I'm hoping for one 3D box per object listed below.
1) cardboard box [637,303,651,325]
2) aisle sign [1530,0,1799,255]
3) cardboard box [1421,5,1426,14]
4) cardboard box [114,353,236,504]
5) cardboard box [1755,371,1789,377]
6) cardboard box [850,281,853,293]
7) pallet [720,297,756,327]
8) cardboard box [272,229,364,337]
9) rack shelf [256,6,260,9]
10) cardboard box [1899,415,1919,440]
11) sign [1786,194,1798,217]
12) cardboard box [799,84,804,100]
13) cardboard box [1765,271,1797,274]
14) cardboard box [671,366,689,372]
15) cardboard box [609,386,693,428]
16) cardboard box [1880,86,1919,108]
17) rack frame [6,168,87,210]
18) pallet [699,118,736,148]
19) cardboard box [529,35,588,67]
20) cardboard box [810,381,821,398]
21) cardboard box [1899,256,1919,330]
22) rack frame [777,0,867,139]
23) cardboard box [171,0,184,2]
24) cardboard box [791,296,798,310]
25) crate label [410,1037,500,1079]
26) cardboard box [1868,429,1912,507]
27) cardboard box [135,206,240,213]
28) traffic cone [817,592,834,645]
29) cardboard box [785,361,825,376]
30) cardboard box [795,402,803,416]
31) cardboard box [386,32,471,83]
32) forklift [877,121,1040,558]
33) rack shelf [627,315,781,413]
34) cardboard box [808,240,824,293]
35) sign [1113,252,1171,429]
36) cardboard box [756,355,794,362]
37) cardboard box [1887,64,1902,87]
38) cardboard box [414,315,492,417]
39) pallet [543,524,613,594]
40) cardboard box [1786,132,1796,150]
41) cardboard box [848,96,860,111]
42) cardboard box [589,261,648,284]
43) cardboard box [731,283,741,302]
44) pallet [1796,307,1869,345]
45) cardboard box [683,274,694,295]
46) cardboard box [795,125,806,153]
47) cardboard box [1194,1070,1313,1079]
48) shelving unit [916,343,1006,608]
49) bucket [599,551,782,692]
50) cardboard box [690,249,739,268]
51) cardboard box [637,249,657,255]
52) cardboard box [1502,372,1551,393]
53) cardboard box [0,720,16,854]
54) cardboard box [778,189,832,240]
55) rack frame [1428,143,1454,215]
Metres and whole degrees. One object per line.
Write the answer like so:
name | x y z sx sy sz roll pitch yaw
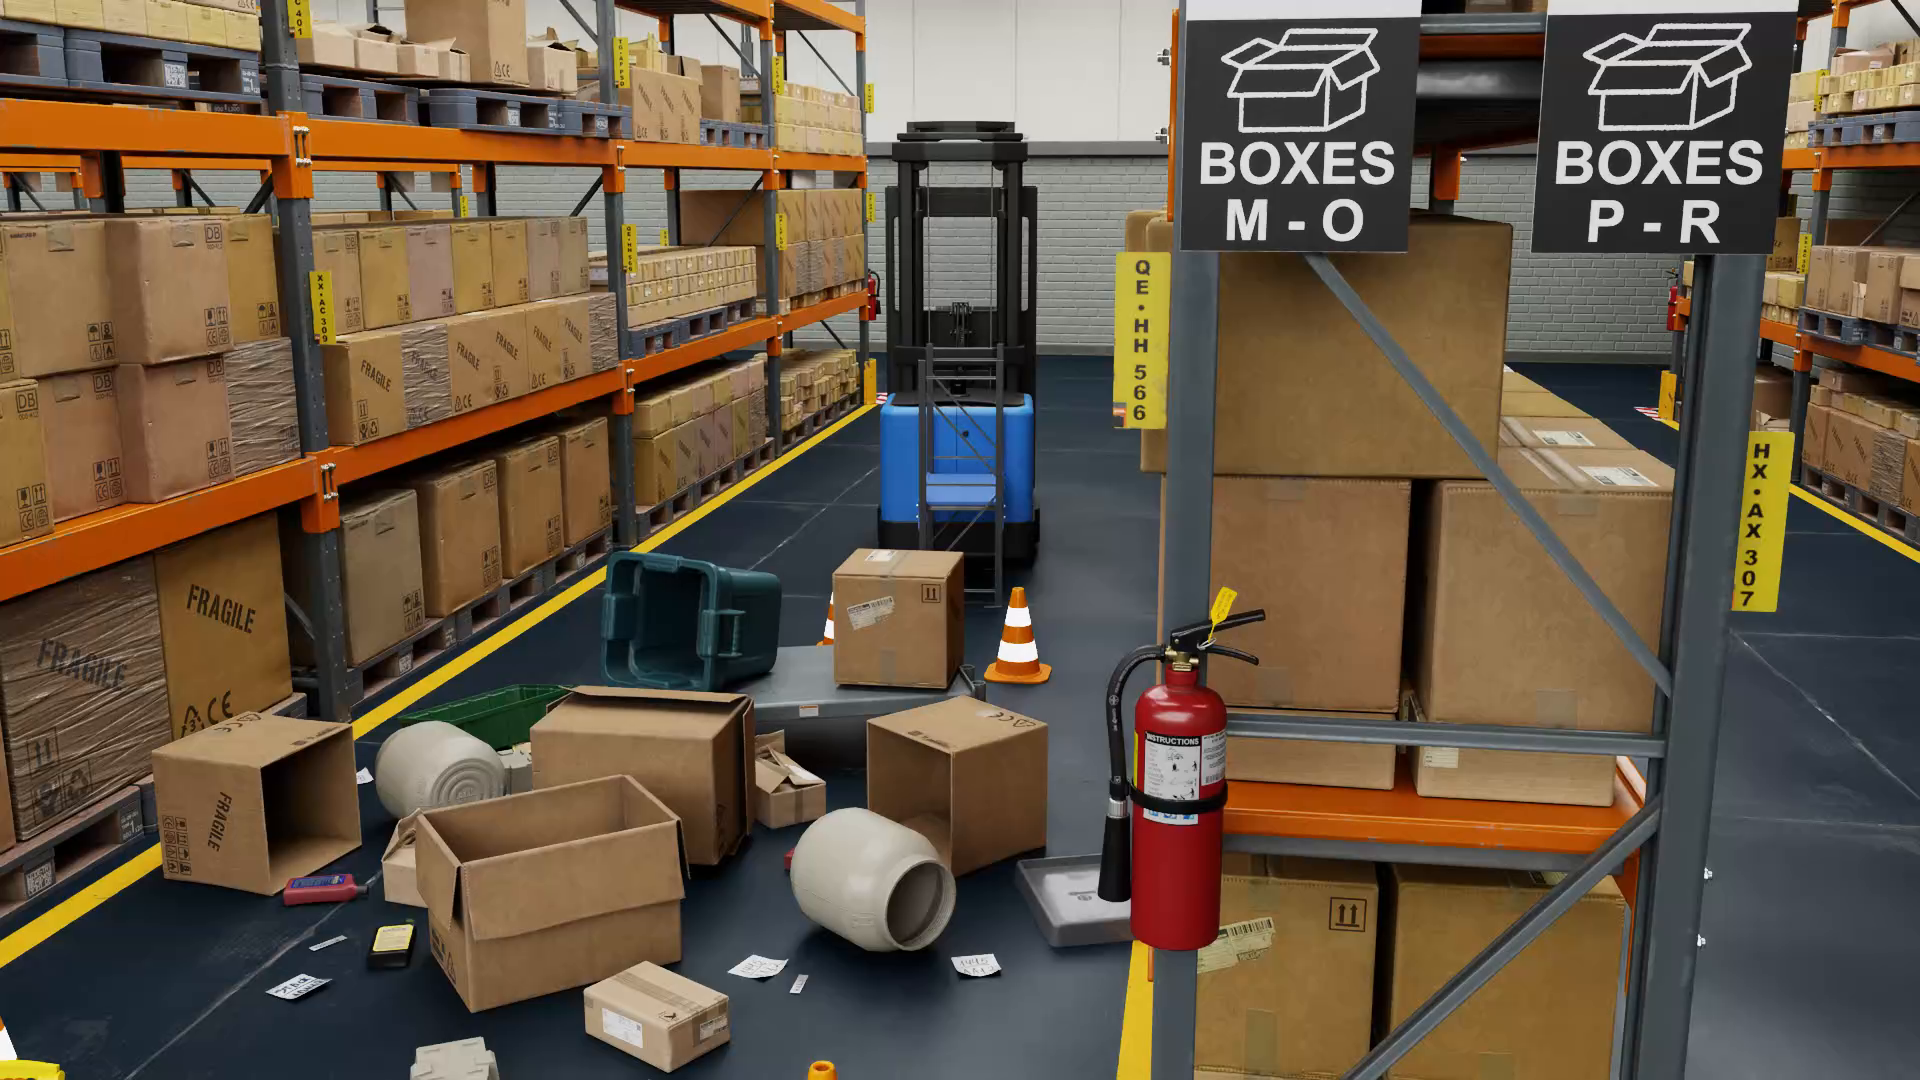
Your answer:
cardboard box | -2.485 -1.655 12.154 0.380 0.149 0.250 2 12 11
aisle sign | 1.179 -0.874 2.757 0.394 0.787 0.004 2 12 9
cardboard box | 1.331 -1.247 4.137 0.380 0.149 0.250 1 12 7
cardboard box | -3.517 -0.479 6.739 0.875 0.550 0.550 2 12 9
cardboard box | 7.710 -1.372 16.176 0.500 0.500 0.500 2 12 10
cardboard box | -1.410 -2.845 18.673 0.380 0.149 0.250 2 12 9
pallet | -2.441 -2.015 14.679 1.003 0.211 1.213 2 12 9
cardboard box | -3.339 -1.239 8.012 0.700 0.500 0.500 2 12 8
rack shelf | -7.372 -4.414 13.772 1.077 0.370 4.000 2 12 9
cardboard box | 7.075 -0.818 12.064 0.380 0.149 0.250 1 12 6
sign | 8.793 -3.495 17.591 0.100 0.325 0.005 2 12 9
cardboard box | -1.733 -4.365 16.230 0.380 0.149 0.250 1 12 7
cardboard box | 7.622 -2.358 15.465 0.500 0.250 0.500 2 12 8
cardboard box | -2.633 -1.357 14.326 0.500 0.250 0.500 2 12 10
cardboard box | -2.371 -1.022 12.771 0.500 0.250 0.500 2 12 8
cardboard box | 6.991 -3.247 12.182 0.380 0.149 0.250 2 12 10
rack frame | -11.343 -3.438 20.827 1.000 3.000 0.127 2 12 9
pallet | -2.536 -3.297 13.496 1.213 0.211 1.003 2 12 9
cardboard box | -2.925 -3.520 12.031 0.396 0.266 0.258 2 12 9
cardboard box | -1.644 -1.556 17.157 0.380 0.149 0.250 2 12 8
cardboard box | 7.086 -1.733 11.671 0.797 0.503 0.637 2 12 7
rack frame | -1.564 -6.029 18.607 1.000 3.000 0.127 2 12 9
cardboard box | -3.310 -2.174 6.259 0.500 0.250 0.500 2 12 8
cardboard box | -1.809 -2.358 16.413 0.380 0.149 0.250 1 12 6
crate label | -1.416 1.511 4.655 0.250 0.136 0.298 -5 13 -21
cardboard box | 7.097 -0.531 12.274 0.500 0.500 0.500 1 12 7
cardboard box | -7.155 -2.851 15.484 0.797 0.503 0.637 2 12 7
traffic cone | -0.639 0.385 9.107 0.336 0.463 0.334 2 12 9
cardboard box | -1.644 -1.811 17.633 0.380 0.149 0.250 1 12 7
cardboard box | -1.788 -1.304 16.692 0.380 0.149 0.250 2 12 7
cardboard box | -2.912 -2.635 9.066 0.396 0.266 0.258 2 12 9
forklift | 0.016 -1.565 12.300 1.130 2.935 3.031 0 12 1
rack shelf | -2.487 -1.495 13.519 1.077 0.370 4.000 2 12 9
cardboard box | -1.672 -2.759 16.734 0.500 0.500 0.500 2 12 7
sign | 0.337 -0.369 3.085 0.100 0.325 0.005 2 12 9
cardboard box | -2.026 -1.936 18.217 0.380 0.149 0.250 1 12 6
cardboard box | 7.023 -3.388 12.132 0.380 0.149 0.250 2 12 9
cardboard box | -2.906 -0.957 9.075 0.500 0.500 0.500 2 12 8
pallet | -2.990 0.094 11.055 1.003 0.211 1.213 2 12 9
cardboard box | 7.487 -3.498 14.582 0.380 0.149 0.250 2 12 11
cardboard box | -1.325 -4.849 18.478 0.380 0.149 0.250 2 12 8
cardboard box | -2.493 -1.950 12.108 0.380 0.149 0.250 2 12 7
cardboard box | -2.124 -2.151 14.452 0.380 0.149 0.250 2 12 8
pallet | 7.402 -1.707 13.250 1.003 0.211 1.213 2 12 9
cardboard box | -2.325 -2.021 13.143 0.380 0.149 0.250 2 12 8
cardboard box | -1.779 -3.849 15.967 0.500 0.250 0.500 2 12 8
cardboard box | 0.744 1.331 4.227 0.500 0.250 0.500 2 12 8
shelving unit | 0.019 -0.431 10.435 0.538 1.500 1.048 0 12 2
bucket | -1.152 0.362 7.354 0.726 0.611 0.620 7 4 28
cardboard box | -2.130 -2.437 14.368 0.380 0.149 0.250 1 12 7
cardboard box | -2.814 -2.406 14.225 0.380 0.149 0.250 2 12 8
cardboard box | 1.453 -0.230 4.997 0.500 0.500 0.500 2 12 7
cardboard box | -3.852 0.742 5.479 0.875 0.875 0.875 2 12 8
cardboard box | -1.616 -3.351 17.108 0.500 0.500 0.500 1 12 7
rack frame | 1.497 -0.459 7.001 1.000 3.000 0.127 2 12 9
